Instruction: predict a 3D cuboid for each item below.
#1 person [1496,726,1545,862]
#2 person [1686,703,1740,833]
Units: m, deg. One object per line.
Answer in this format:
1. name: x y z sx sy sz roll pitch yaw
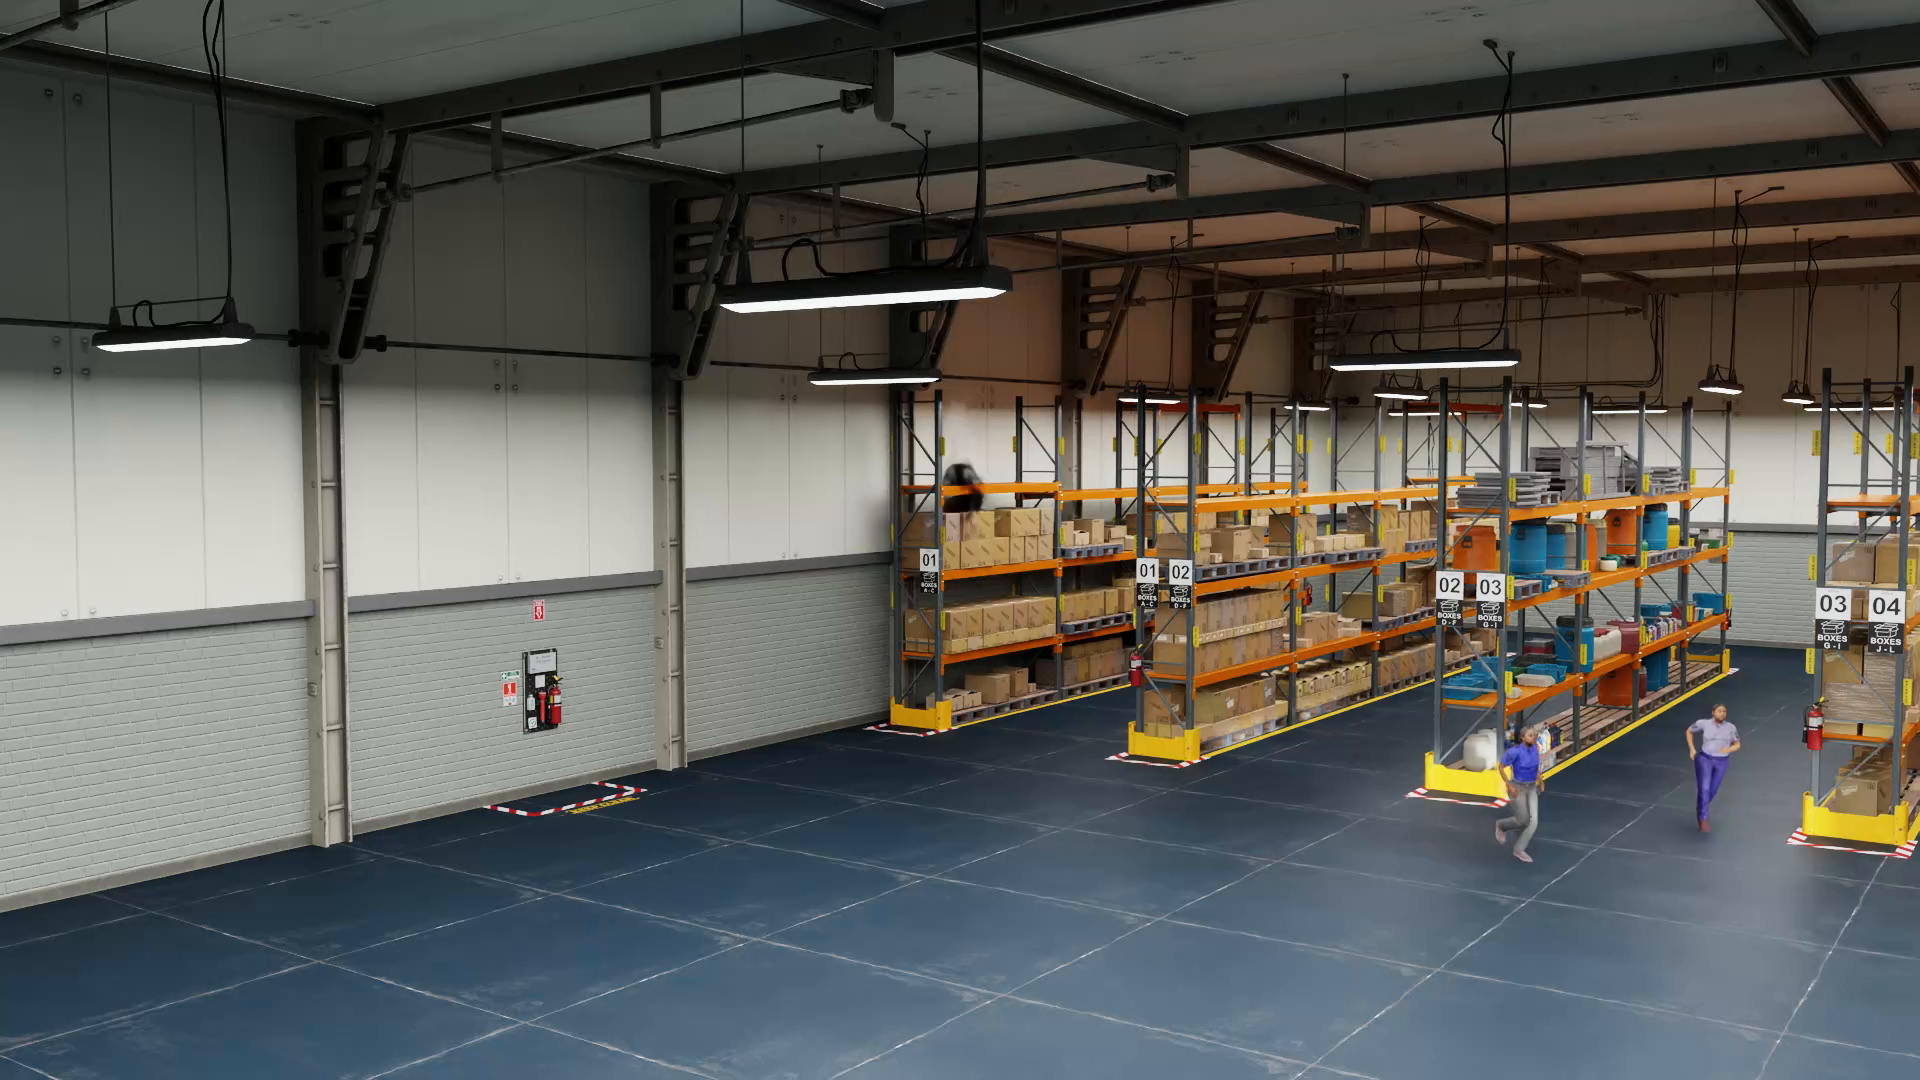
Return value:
1. person: 6.833 3.065 20.302 0.594 1.619 0.567 -2 4 -26
2. person: 9.915 3.017 21.872 0.617 1.595 0.815 0 3 7
